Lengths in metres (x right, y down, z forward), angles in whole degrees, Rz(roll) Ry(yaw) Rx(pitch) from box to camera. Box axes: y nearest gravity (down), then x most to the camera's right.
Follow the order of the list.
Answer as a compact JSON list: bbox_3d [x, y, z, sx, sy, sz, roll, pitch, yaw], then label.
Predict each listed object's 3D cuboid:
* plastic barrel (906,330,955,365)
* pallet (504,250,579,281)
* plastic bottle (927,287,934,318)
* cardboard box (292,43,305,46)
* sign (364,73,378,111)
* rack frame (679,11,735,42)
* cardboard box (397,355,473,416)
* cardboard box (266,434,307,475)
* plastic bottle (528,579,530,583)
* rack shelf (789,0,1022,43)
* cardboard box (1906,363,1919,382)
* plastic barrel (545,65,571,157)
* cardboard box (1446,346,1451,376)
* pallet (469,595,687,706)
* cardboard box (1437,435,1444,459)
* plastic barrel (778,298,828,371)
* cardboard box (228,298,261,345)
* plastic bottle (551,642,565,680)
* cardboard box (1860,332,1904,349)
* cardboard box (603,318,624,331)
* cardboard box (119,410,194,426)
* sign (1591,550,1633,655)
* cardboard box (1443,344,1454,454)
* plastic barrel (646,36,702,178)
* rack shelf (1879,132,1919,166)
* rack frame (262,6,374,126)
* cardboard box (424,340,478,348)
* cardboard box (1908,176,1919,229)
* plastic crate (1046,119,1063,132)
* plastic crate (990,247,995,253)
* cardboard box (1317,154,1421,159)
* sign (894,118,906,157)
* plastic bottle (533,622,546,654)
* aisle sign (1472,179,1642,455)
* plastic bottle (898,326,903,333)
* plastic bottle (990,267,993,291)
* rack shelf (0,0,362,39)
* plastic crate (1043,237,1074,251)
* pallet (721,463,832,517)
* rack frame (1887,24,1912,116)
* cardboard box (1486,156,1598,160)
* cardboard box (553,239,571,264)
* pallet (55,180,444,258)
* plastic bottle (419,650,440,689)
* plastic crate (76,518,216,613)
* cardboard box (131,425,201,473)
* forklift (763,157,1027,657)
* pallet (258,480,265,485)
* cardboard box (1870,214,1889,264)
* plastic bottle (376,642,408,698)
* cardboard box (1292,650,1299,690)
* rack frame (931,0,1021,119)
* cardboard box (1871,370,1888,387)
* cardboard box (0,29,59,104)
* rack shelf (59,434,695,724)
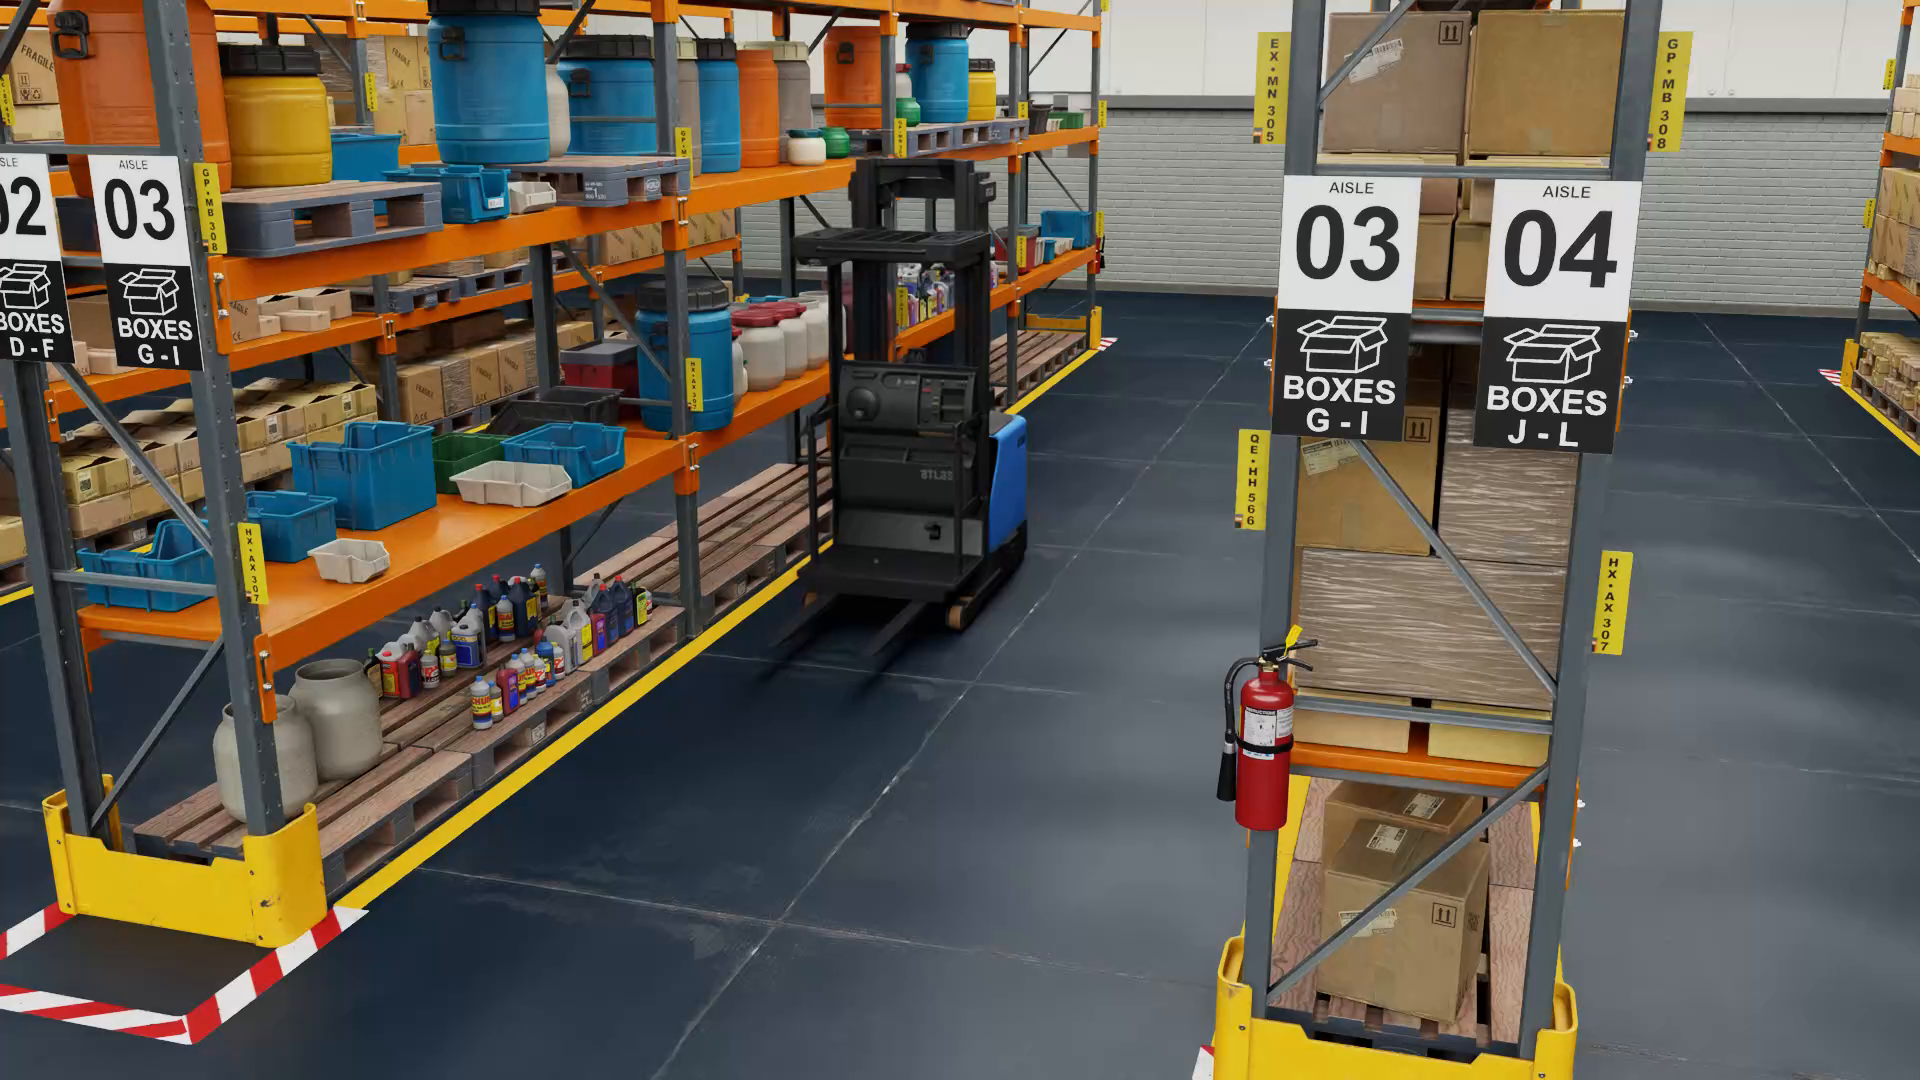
[{"bbox_3d":[-0.250,-1.824,16.837,0.600,0.901,0.708,5,16,16],"label":"plastic barrel"},{"bbox_3d":[-4.958,-3.049,18.435,1.003,0.211,1.213,5,16,16],"label":"pallet"},{"bbox_3d":[-0.287,-2.182,15.260,0.097,0.271,0.097,0,16,0],"label":"plastic bottle"},{"bbox_3d":[-8.629,-6.137,21.419,0.500,0.500,0.500,5,17,16],"label":"cardboard box"},{"bbox_3d":[-5.233,-3.981,14.777,0.100,0.325,0.005,5,16,16],"label":"sign"},{"bbox_3d":[-3.489,-7.275,21.987,1.000,3.000,0.127,5,16,16],"label":"rack frame"},{"bbox_3d":[-5.216,-1.539,16.534,0.500,0.500,0.500,4,16,14],"label":"cardboard box"},{"bbox_3d":[-5.967,-0.752,14.253,0.500,0.250,0.500,5,17,17],"label":"cardboard box"},{"bbox_3d":[-2.691,0.346,10.434,0.097,0.201,0.097,0,16,0],"label":"plastic bottle"},{"bbox_3d":[-0.446,-4.782,15.248,1.077,0.370,4.000,5,16,16],"label":"rack shelf"},{"bbox_3d":[9.685,-1.668,16.576,0.380,0.149,0.250,4,16,13],"label":"cardboard box"},{"bbox_3d":[-2.462,-2.466,9.554,0.421,0.512,0.421,0,16,0],"label":"plastic barrel"},{"bbox_3d":[2.958,-1.168,9.581,1.000,1.000,1.000,5,17,16],"label":"cardboard box"},{"bbox_3d":[-2.382,0.650,10.152,1.003,0.211,1.213,5,16,16],"label":"pallet"},{"bbox_3d":[2.007,-0.164,7.183,0.875,0.500,0.500,5,16,16],"label":"cardboard box"},{"bbox_3d":[-1.222,-1.569,12.658,0.421,0.512,0.421,0,16,0],"label":"plastic barrel"},{"bbox_3d":[-6.224,-1.904,13.861,0.500,0.500,0.500,4,16,13],"label":"cardboard box"},{"bbox_3d":[-2.261,0.671,9.288,0.097,0.201,0.097,0,16,0],"label":"plastic bottle"},{"bbox_3d":[10.260,-2.215,18.505,0.380,0.149,0.250,4,16,13],"label":"cardboard box"},{"bbox_3d":[-4.523,-2.628,20.718,0.500,0.311,0.500,5,16,16],"label":"cardboard box"},{"bbox_3d":[-6.627,-0.925,13.834,0.500,0.311,0.500,4,16,15],"label":"cardboard box"},{"bbox_3d":[1.981,0.192,5.070,0.100,0.325,0.005,5,16,16],"label":"sign"},{"bbox_3d":[2.304,-0.621,6.962,0.500,0.500,0.500,5,16,16],"label":"cardboard box"},{"bbox_3d":[-2.029,-2.870,11.034,0.600,0.901,0.600,0,16,0],"label":"plastic barrel"},{"bbox_3d":[10.166,-3.782,16.489,1.077,0.370,4.000,5,16,16],"label":"rack shelf"},{"bbox_3d":[-5.763,-5.182,14.608,1.000,3.000,0.127,5,16,16],"label":"rack frame"},{"bbox_3d":[-5.431,-1.841,17.598,0.500,0.500,0.500,4,16,14],"label":"cardboard box"},{"bbox_3d":[9.905,-3.384,16.701,0.500,0.500,0.500,4,16,14],"label":"cardboard box"},{"bbox_3d":[0.910,-4.760,19.101,0.437,0.136,0.530,5,16,16],"label":"plastic crate"},{"bbox_3d":[0.329,-3.338,19.475,0.293,0.136,0.466,5,16,16],"label":"plastic crate"},{"bbox_3d":[1.448,-1.300,5.963,0.380,0.149,0.250,5,17,16],"label":"cardboard box"},{"bbox_3d":[-0.485,-3.263,13.530,0.100,0.325,0.005,5,16,16],"label":"sign"},{"bbox_3d":[-2.356,0.590,9.422,0.061,0.283,0.133,5,16,16],"label":"plastic bottle"},{"bbox_3d":[1.731,-0.645,4.842,0.394,0.787,0.004,5,16,16],"label":"aisle sign"},{"bbox_3d":[-0.582,-1.939,14.397,0.152,0.276,0.135,5,16,16],"label":"plastic bottle"},{"bbox_3d":[0.298,-2.709,17.097,0.061,0.283,0.133,5,16,16],"label":"plastic bottle"},{"bbox_3d":[-6.331,-4.120,12.916,1.077,0.370,4.000,5,16,16],"label":"rack shelf"},{"bbox_3d":[1.201,-3.678,20.674,0.396,0.136,0.243,5,16,16],"label":"plastic crate"},{"bbox_3d":[-1.272,-0.370,13.746,1.003,0.211,1.213,5,16,16],"label":"pallet"},{"bbox_3d":[10.734,-6.095,17.826,1.000,3.000,0.127,5,16,16],"label":"rack frame"},{"bbox_3d":[2.100,-1.316,6.018,0.380,0.149,0.250,5,16,16],"label":"cardboard box"},{"bbox_3d":[-4.730,-3.541,19.634,0.500,0.500,0.500,5,17,17],"label":"cardboard box"},{"bbox_3d":[-2.959,-1.379,7.043,1.003,0.211,1.213,5,16,16],"label":"pallet"},{"bbox_3d":[-2.924,0.707,9.162,0.097,0.201,0.097,0,16,0],"label":"plastic bottle"},{"bbox_3d":[-3.433,0.100,7.254,0.499,0.251,0.616,5,16,16],"label":"plastic crate"},{"bbox_3d":[-6.250,-0.753,13.230,0.500,0.311,0.500,4,16,14],"label":"cardboard box"},{"bbox_3d":[-0.411,-0.945,10.789,1.130,2.935,3.031,5,16,16],"label":"forklift"},{"bbox_3d":[-6.034,-0.742,15.059,1.003,0.211,1.213,5,16,16],"label":"pallet"},{"bbox_3d":[10.342,-3.304,18.252,0.500,0.500,0.500,5,17,19],"label":"cardboard box"},{"bbox_3d":[-3.088,0.703,9.041,0.152,0.276,0.135,5,17,16],"label":"plastic bottle"},{"bbox_3d":[1.437,0.462,6.165,0.380,0.149,0.250,5,16,16],"label":"cardboard box"},{"bbox_3d":[0.122,-5.843,16.940,1.000,3.000,0.127,5,16,16],"label":"rack frame"},{"bbox_3d":[10.041,-1.728,17.880,0.380,0.149,0.250,5,17,17],"label":"cardboard box"},{"bbox_3d":[-6.686,-3.341,11.747,0.500,0.500,0.500,5,17,17],"label":"cardboard box"},{"bbox_3d":[-2.720,0.005,8.633,1.077,0.370,4.000,5,16,16],"label":"rack shelf"}]
